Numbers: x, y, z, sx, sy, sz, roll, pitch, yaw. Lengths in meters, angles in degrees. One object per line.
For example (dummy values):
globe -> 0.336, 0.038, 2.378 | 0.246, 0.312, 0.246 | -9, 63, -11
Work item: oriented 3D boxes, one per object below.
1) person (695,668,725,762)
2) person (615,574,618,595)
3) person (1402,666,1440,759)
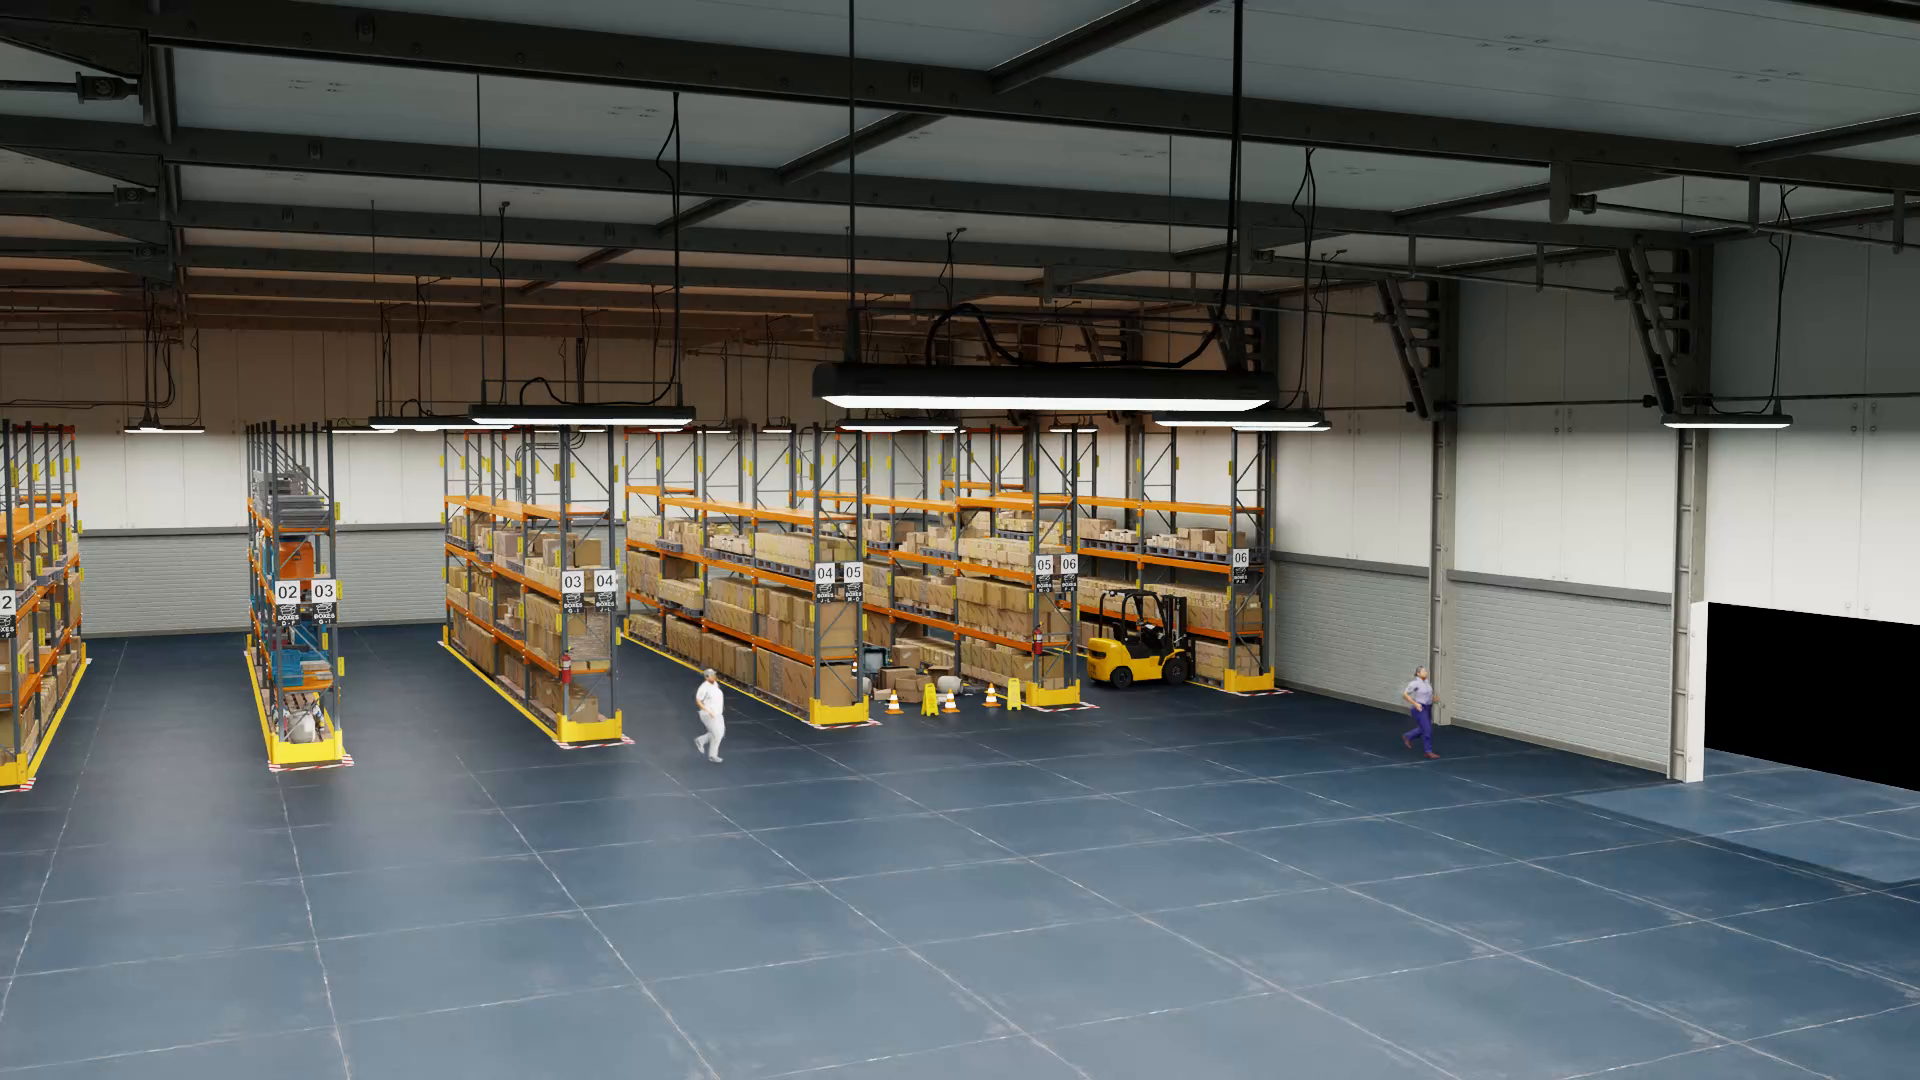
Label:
person -> -4.420, 3.083, 29.366 | 0.531, 1.647, 0.602 | 1, 4, 21
person -> -10.327, 1.825, 48.772 | 0.576, 1.702, 0.769 | -1, 4, -18
person -> 8.238, 3.056, 29.690 | 0.621, 1.615, 0.802 | -3, 5, -44
